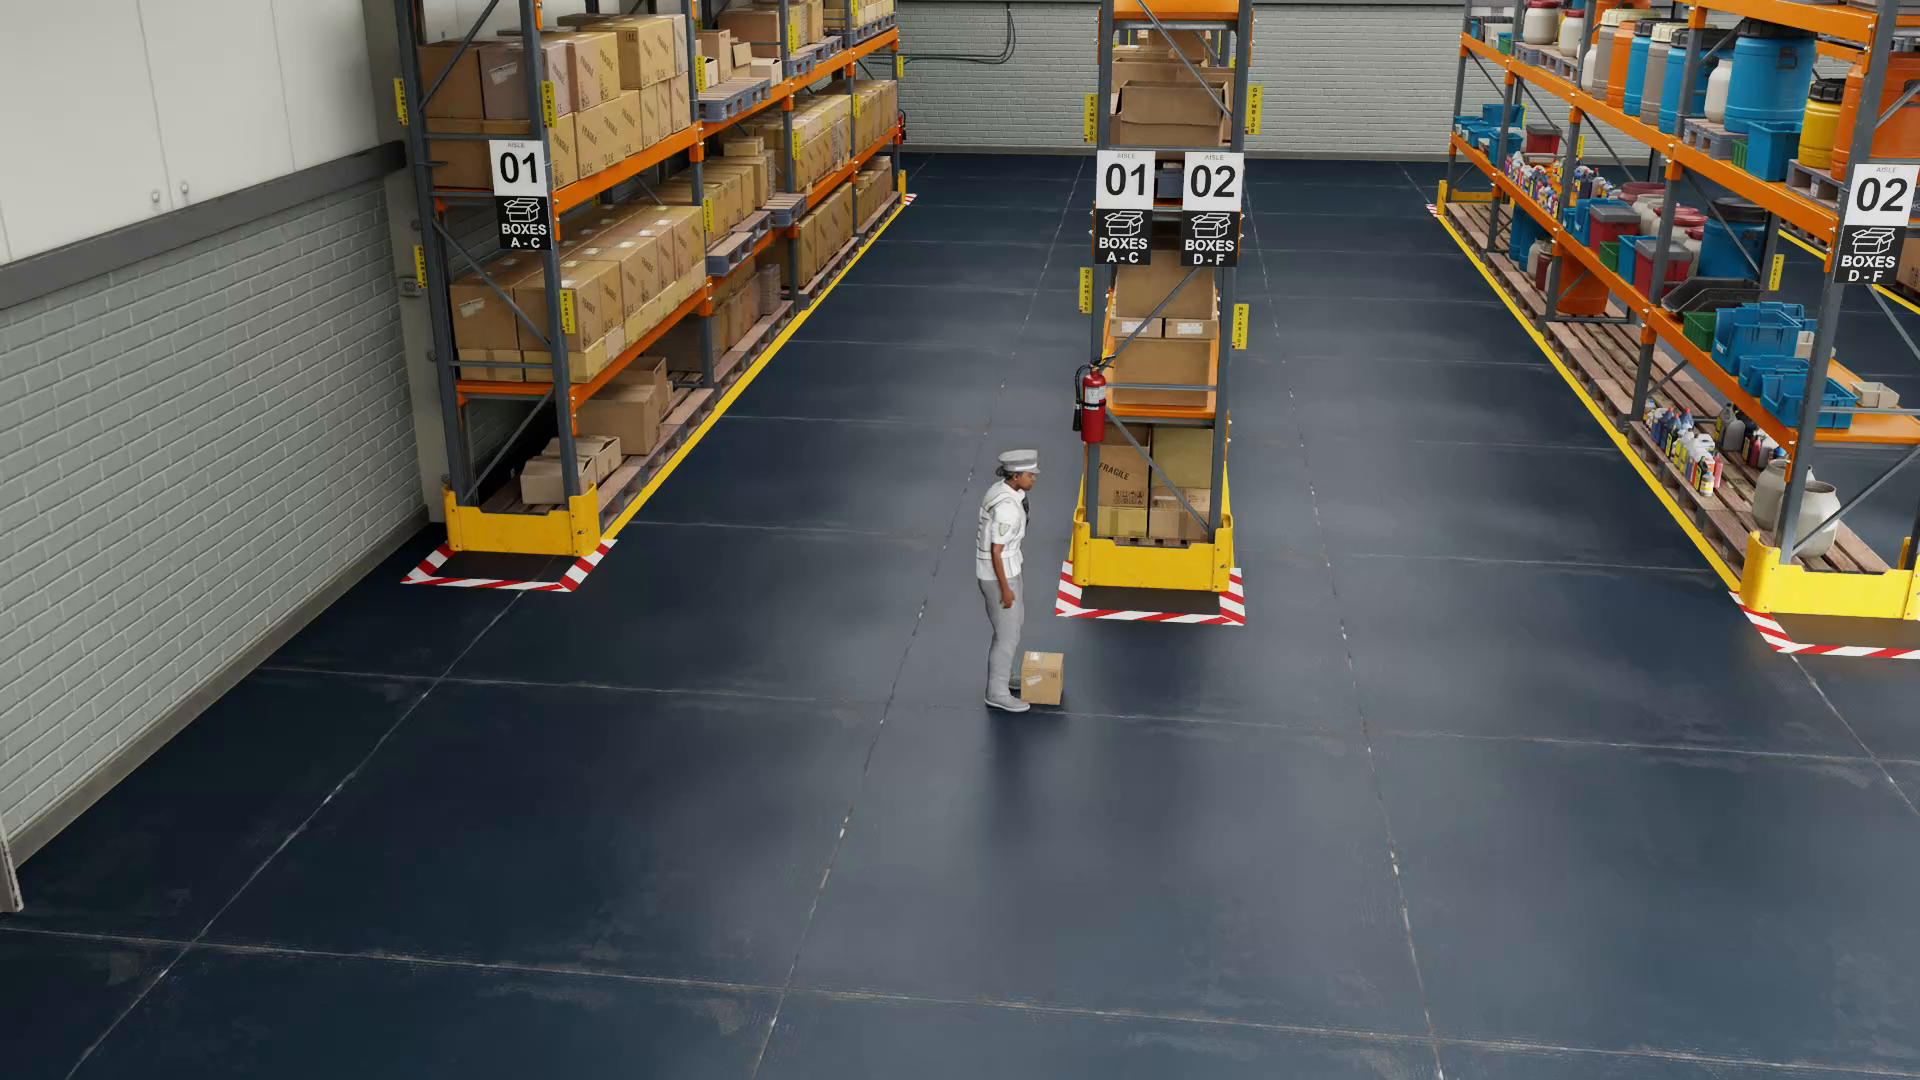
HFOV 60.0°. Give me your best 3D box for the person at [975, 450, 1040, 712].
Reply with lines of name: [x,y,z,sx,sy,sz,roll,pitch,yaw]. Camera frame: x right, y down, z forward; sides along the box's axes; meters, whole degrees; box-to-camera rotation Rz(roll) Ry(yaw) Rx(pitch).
person: [0.293,0.232,10.493,0.396,1.657,0.504,3,21,7]
